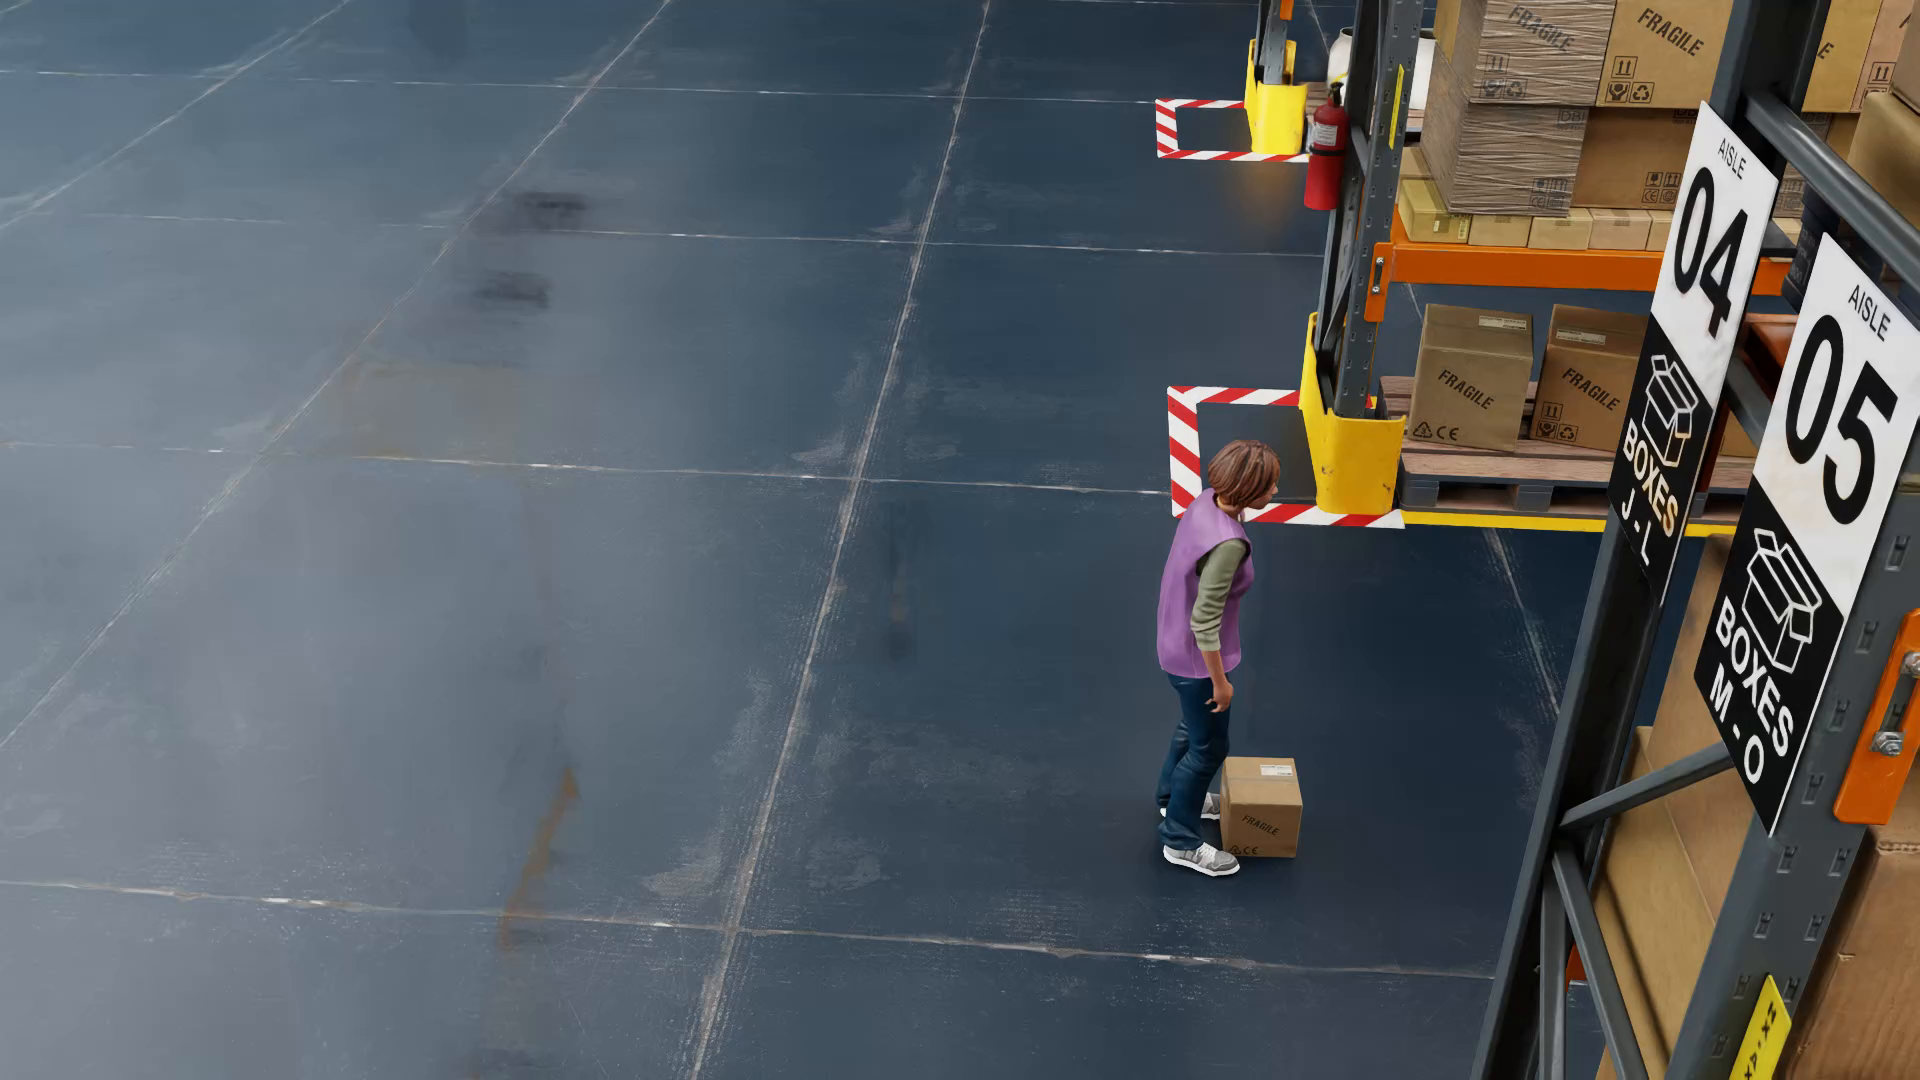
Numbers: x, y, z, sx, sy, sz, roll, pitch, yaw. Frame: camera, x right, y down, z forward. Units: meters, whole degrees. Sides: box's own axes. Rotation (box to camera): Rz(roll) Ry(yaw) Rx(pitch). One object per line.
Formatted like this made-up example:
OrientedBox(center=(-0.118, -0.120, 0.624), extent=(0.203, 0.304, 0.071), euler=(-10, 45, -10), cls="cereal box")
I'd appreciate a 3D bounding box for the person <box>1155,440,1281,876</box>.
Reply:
OrientedBox(center=(0.828, 0.377, 5.554), extent=(0.345, 1.592, 0.463), euler=(3, 32, 4), cls="person")
